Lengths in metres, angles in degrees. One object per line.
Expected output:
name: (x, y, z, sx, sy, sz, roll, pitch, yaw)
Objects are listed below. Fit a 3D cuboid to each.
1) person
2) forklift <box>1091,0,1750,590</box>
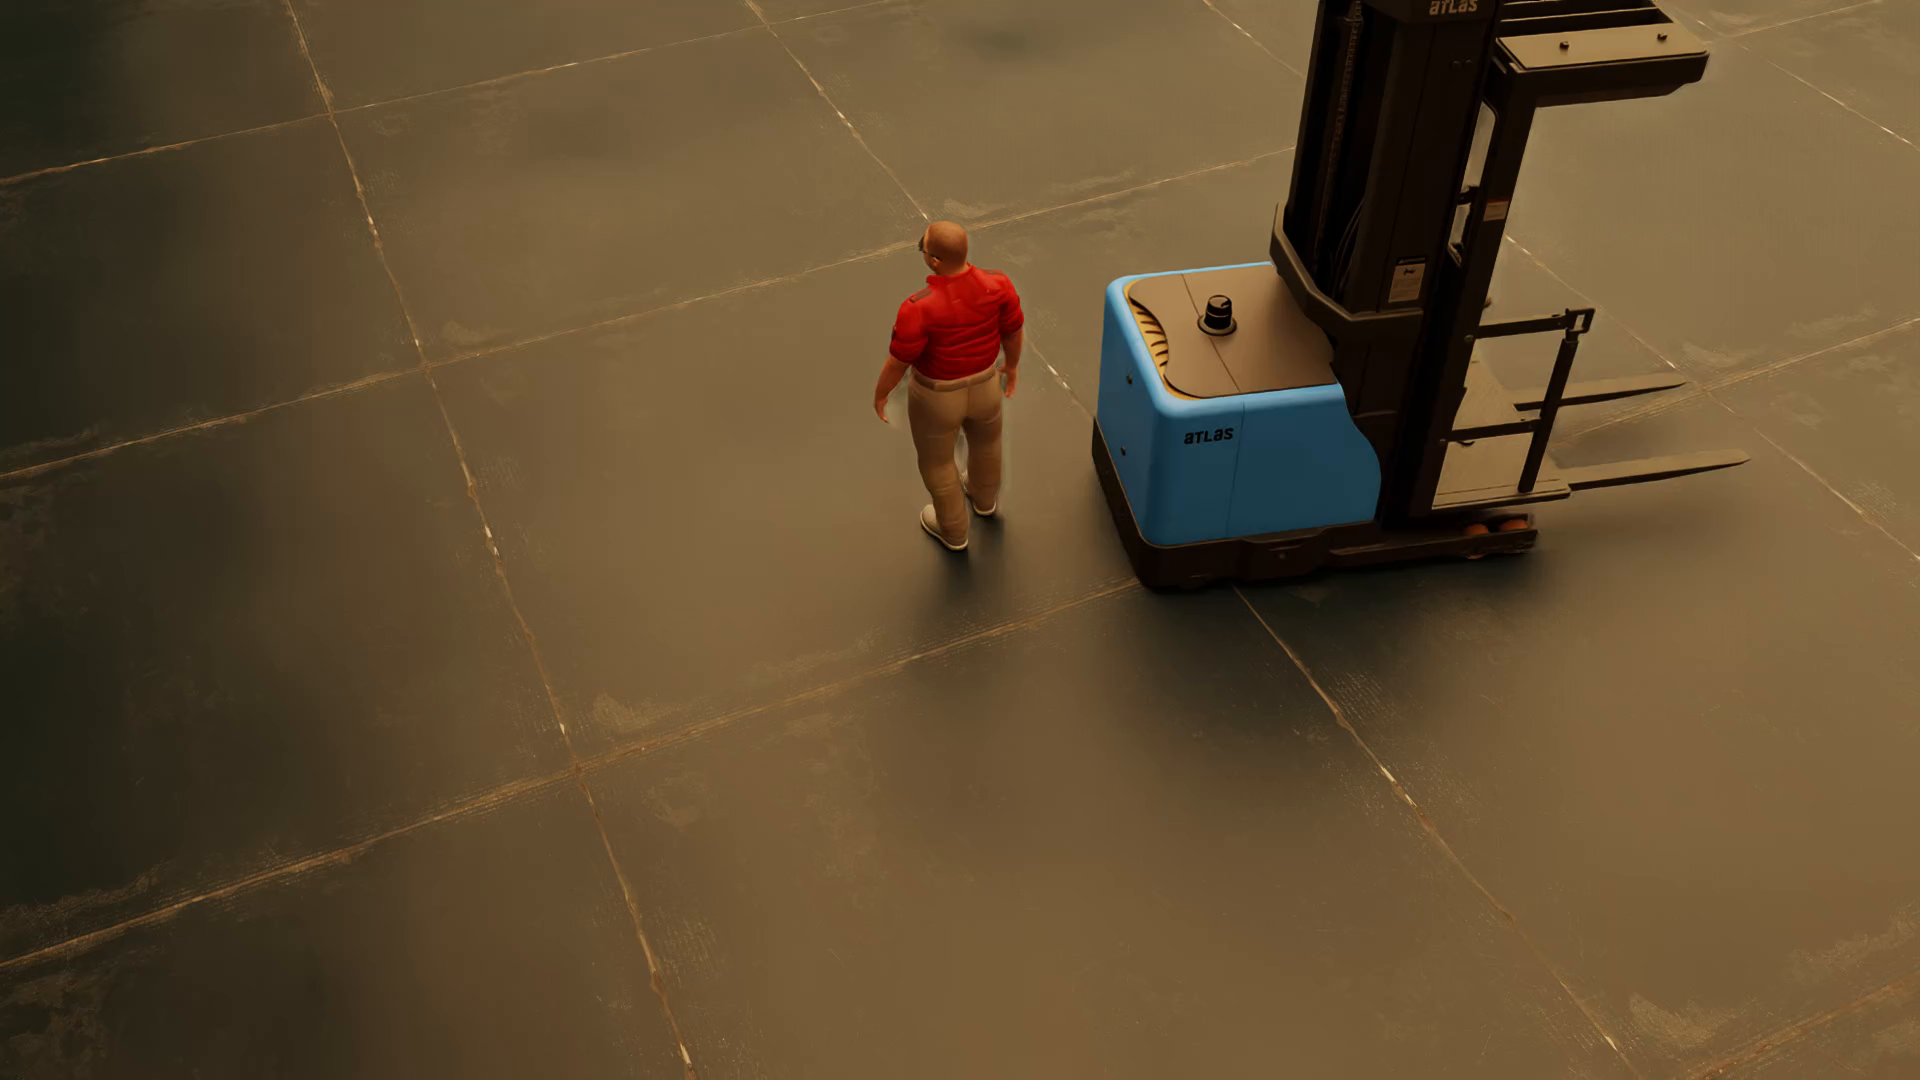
person: (-0.081, -0.709, 7.324, 0.669, 1.724, 0.521, -20, 47, -20)
forklift: (2.213, -1.333, 7.109, 3.031, 2.935, 1.130, -7, 43, -7)
